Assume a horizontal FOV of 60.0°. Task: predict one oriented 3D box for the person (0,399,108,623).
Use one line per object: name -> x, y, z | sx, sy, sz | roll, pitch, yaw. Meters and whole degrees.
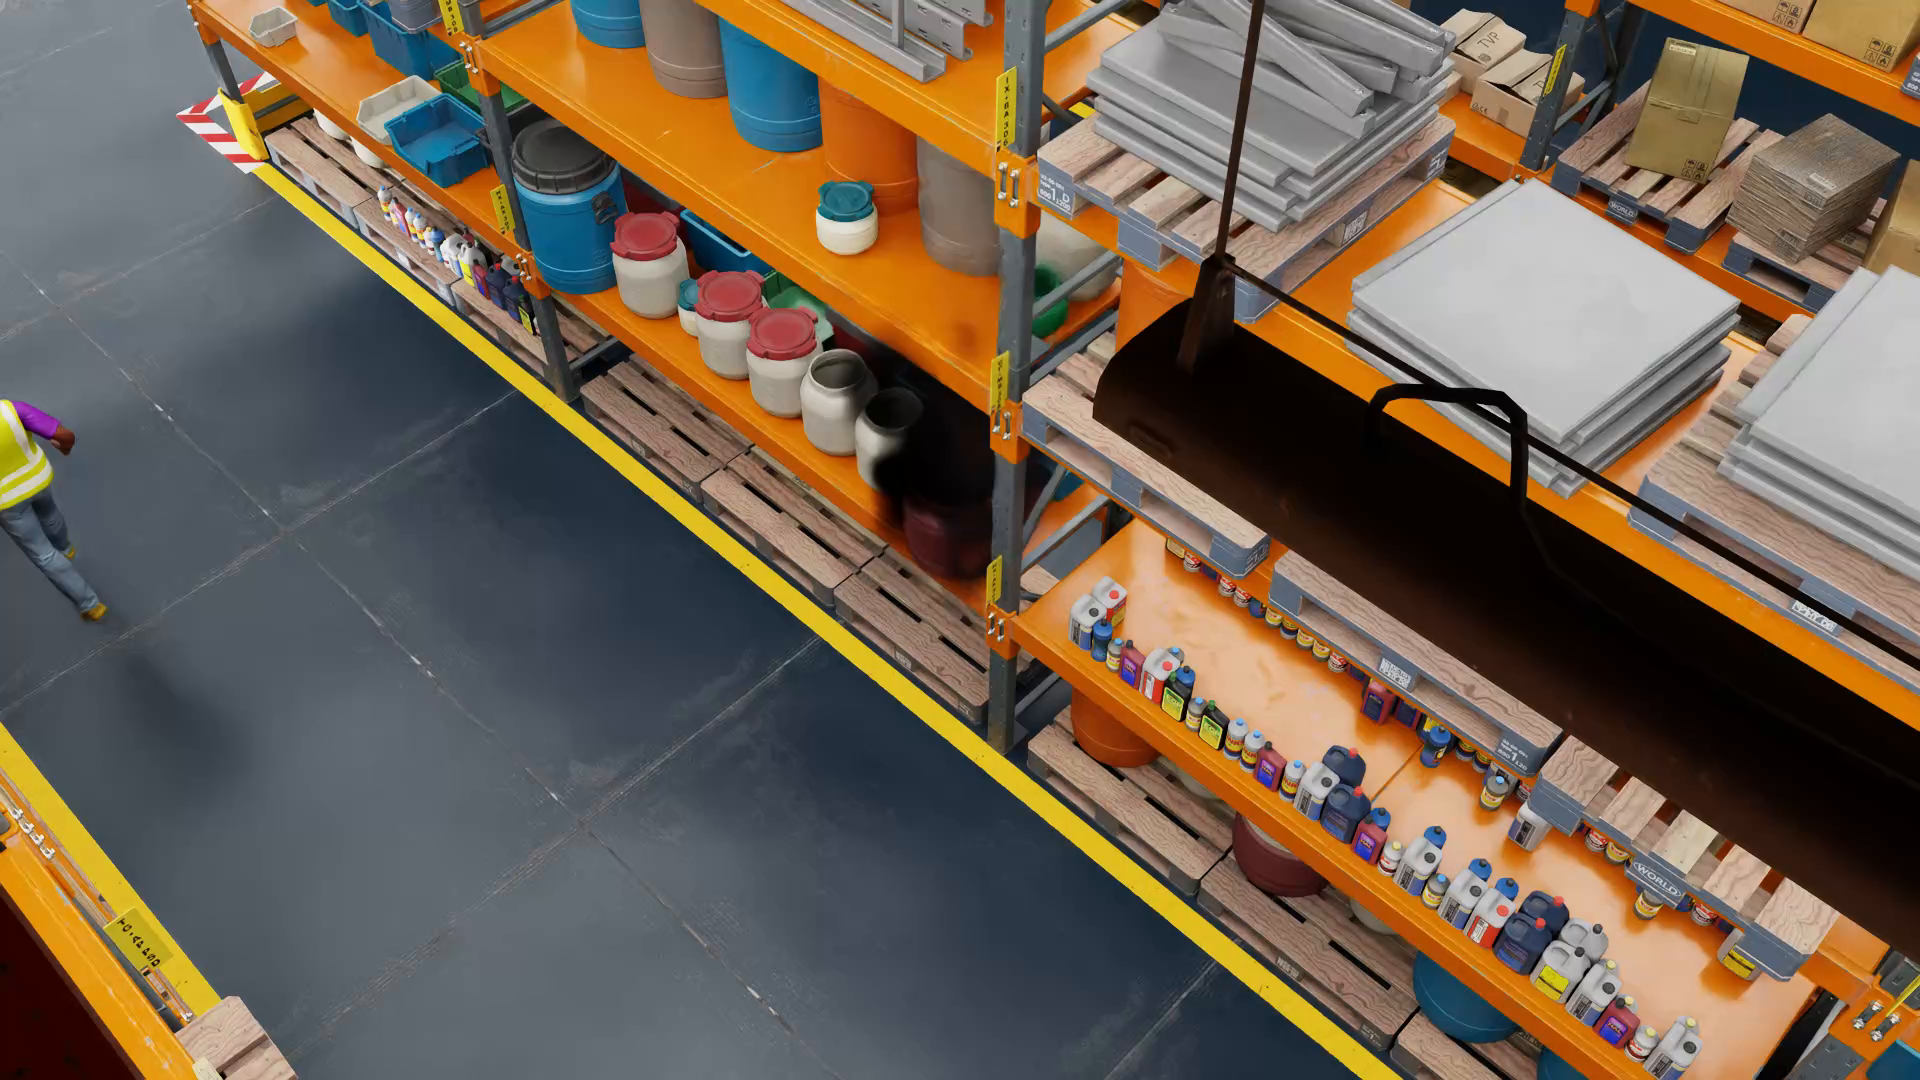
person -> -5.274, -0.301, 9.283 | 0.989, 1.752, 0.700 | 32, 57, 24
